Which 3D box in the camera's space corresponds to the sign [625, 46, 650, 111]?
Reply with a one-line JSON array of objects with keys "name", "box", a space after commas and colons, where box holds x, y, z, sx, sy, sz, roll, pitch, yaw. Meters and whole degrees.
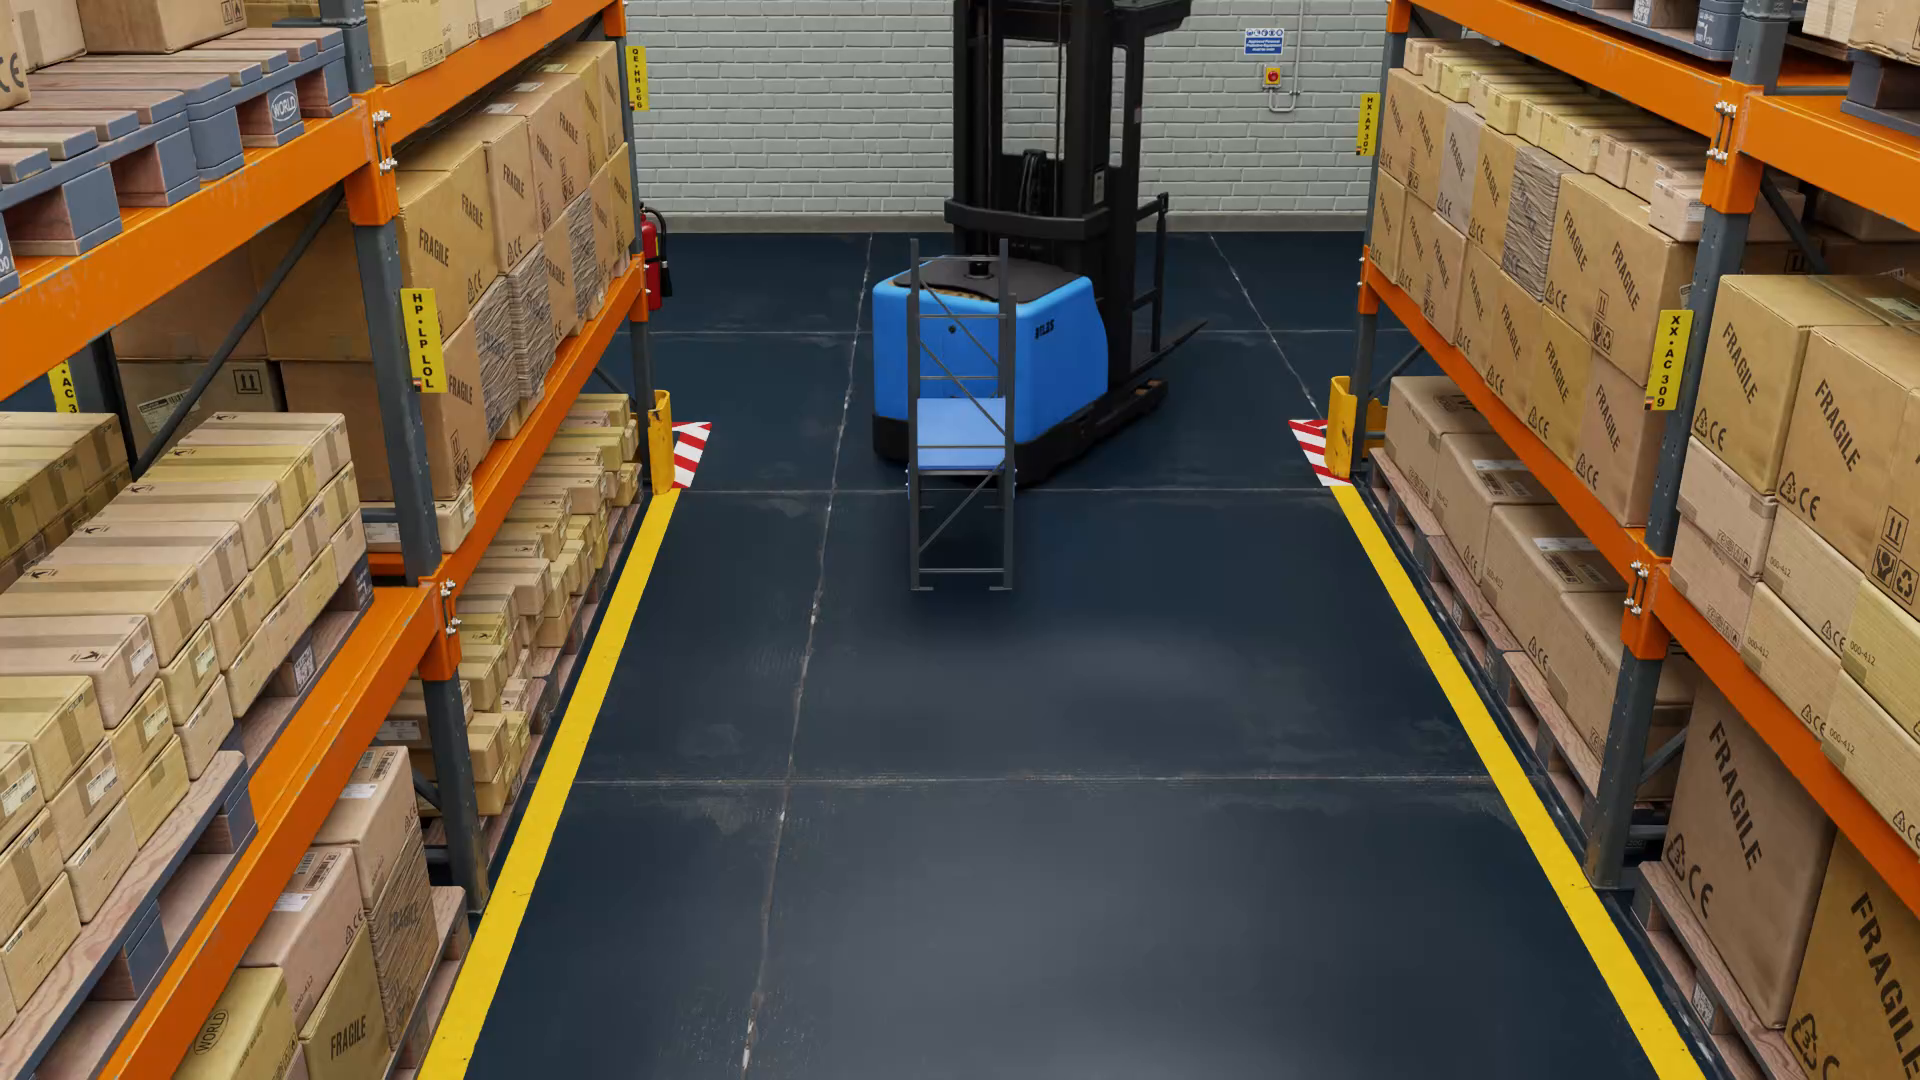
[{"name": "sign", "box": [-1.666, -2.384, 8.592, 0.100, 0.325, 0.005, 0, 24, -1]}]

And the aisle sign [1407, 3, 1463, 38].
[{"name": "aisle sign", "box": [2.437, -2.995, 8.577, 0.394, 0.787, 0.004, 0, 24, -1]}]

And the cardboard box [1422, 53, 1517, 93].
[{"name": "cardboard box", "box": [2.417, -2.216, 7.888, 0.380, 0.149, 0.250, 0, 24, 1]}]

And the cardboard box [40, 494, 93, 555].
[{"name": "cardboard box", "box": [-2.628, -0.011, 4.569, 0.380, 0.149, 0.250, -1, 24, -2]}]

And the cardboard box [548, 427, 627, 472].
[{"name": "cardboard box", "box": [-1.886, -0.455, 8.343, 0.380, 0.149, 0.250, -1, 24, -2]}]

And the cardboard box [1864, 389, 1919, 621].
[{"name": "cardboard box", "box": [2.525, -0.036, 3.855, 0.500, 0.500, 0.500, -1, 24, -2]}]

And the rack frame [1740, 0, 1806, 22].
[{"name": "rack frame", "box": [2.772, -2.867, 4.170, 1.000, 3.000, 0.127, 0, 24, -1]}]

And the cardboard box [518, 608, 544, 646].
[{"name": "cardboard box", "box": [-1.972, 0.323, 6.986, 0.380, 0.149, 0.250, 1, 24, 2]}]

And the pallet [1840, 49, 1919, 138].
[{"name": "pallet", "box": [2.831, -1.036, 3.992, 0.805, 0.209, 1.217, -1, 24, -3]}]

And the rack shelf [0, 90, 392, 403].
[{"name": "rack shelf", "box": [-2.155, -0.285, 2.972, 1.077, 0.370, 4.000, 0, 24, -1]}]

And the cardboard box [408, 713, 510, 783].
[{"name": "cardboard box", "box": [-1.861, 0.751, 6.038, 0.380, 0.149, 0.250, 1, 24, 2]}]

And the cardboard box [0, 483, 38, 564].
[{"name": "cardboard box", "box": [-2.623, -0.033, 4.256, 0.380, 0.149, 0.250, 0, 24, 0]}]

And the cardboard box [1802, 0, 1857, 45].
[{"name": "cardboard box", "box": [2.427, -1.423, 4.270, 0.396, 0.266, 0.258, 0, 24, -1]}]

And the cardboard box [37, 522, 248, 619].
[{"name": "cardboard box", "box": [-1.970, 0.072, 4.024, 0.380, 0.149, 0.250, 0, 24, -1]}]

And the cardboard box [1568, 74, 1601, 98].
[{"name": "cardboard box", "box": [2.939, -2.009, 7.431, 0.380, 0.149, 0.250, 0, 24, -1]}]

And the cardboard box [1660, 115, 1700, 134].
[{"name": "cardboard box", "box": [2.964, -1.588, 6.499, 0.380, 0.149, 0.250, 0, 24, -1]}]

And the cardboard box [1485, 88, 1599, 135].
[{"name": "cardboard box", "box": [2.430, -1.792, 6.950, 0.380, 0.149, 0.250, -1, 24, -2]}]

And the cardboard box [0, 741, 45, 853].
[{"name": "cardboard box", "box": [-1.961, 0.498, 3.083, 0.380, 0.149, 0.250, 0, 24, 1]}]

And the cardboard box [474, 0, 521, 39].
[{"name": "cardboard box", "box": [-1.919, -1.981, 6.033, 0.500, 0.250, 0.500, 1, 24, 2]}]

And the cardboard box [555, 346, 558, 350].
[{"name": "cardboard box", "box": [-2.009, -0.939, 7.492, 0.380, 0.149, 0.250, -1, 24, -3]}]

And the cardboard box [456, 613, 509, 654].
[{"name": "cardboard box", "box": [-1.970, 0.406, 6.440, 0.380, 0.149, 0.250, -1, 24, -1]}]

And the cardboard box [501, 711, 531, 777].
[{"name": "cardboard box", "box": [-1.863, 0.777, 6.343, 0.380, 0.149, 0.250, 0, 24, 1]}]

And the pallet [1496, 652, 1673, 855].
[{"name": "pallet", "box": [2.841, 0.823, 6.674, 1.003, 0.211, 1.213, 0, 24, -1]}]

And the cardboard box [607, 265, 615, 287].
[{"name": "cardboard box", "box": [-1.969, -1.368, 8.439, 0.380, 0.149, 0.250, 0, 24, -1]}]

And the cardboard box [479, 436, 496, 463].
[{"name": "cardboard box", "box": [-1.983, -0.401, 6.302, 0.380, 0.149, 0.250, -1, 24, -3]}]

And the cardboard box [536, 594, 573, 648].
[{"name": "cardboard box", "box": [-1.915, 0.352, 7.282, 0.380, 0.149, 0.250, -1, 24, -2]}]

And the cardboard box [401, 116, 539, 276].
[{"name": "cardboard box", "box": [-1.934, -1.315, 6.322, 0.500, 0.500, 0.500, 0, 24, 0]}]

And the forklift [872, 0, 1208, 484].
[{"name": "forklift", "box": [0.674, -2.210, 10.080, 1.130, 2.935, 3.031, 14, 28, 28]}]

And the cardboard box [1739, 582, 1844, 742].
[{"name": "cardboard box", "box": [2.519, 0.330, 4.562, 0.500, 0.250, 0.500, -1, 24, -2]}]

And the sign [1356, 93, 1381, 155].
[{"name": "sign", "box": [2.173, -2.213, 8.855, 0.100, 0.325, 0.005, 0, 24, -1]}]

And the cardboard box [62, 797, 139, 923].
[{"name": "cardboard box", "box": [-1.954, 0.663, 3.440, 0.380, 0.149, 0.250, -1, 24, -2]}]

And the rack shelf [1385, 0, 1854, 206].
[{"name": "rack shelf", "box": [2.750, -1.997, 6.758, 1.077, 0.370, 4.000, 0, 24, -1]}]

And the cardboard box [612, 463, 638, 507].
[{"name": "cardboard box", "box": [-1.902, -0.289, 8.699, 0.380, 0.149, 0.250, 0, 24, 1]}]

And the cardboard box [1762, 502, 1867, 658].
[{"name": "cardboard box", "box": [2.528, 0.104, 4.455, 0.500, 0.250, 0.500, 0, 24, 0]}]

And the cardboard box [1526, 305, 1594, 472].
[{"name": "cardboard box", "box": [2.500, -0.581, 6.274, 0.500, 0.500, 0.500, -1, 24, -2]}]

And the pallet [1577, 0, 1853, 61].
[{"name": "pallet", "box": [2.773, -1.797, 5.552, 1.003, 0.211, 1.213, 0, 24, -1]}]

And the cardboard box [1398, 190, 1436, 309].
[{"name": "cardboard box", "box": [2.479, -1.420, 8.129, 0.500, 0.500, 0.500, -1, 24, -1]}]

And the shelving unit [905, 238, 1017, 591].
[{"name": "shelving unit", "box": [0.001, -0.648, 8.363, 0.538, 1.500, 1.048, 0, 24, -1]}]

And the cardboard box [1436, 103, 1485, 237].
[{"name": "cardboard box", "box": [2.474, -1.659, 7.444, 0.500, 0.500, 0.500, 0, 24, -1]}]

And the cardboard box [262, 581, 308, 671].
[{"name": "cardboard box", "box": [-1.971, 0.226, 4.406, 0.380, 0.149, 0.250, 0, 24, -1]}]

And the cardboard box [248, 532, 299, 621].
[{"name": "cardboard box", "box": [-1.972, 0.092, 4.342, 0.380, 0.149, 0.250, 1, 24, 2]}]

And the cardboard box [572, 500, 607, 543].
[{"name": "cardboard box", "box": [-1.904, -0.102, 7.925, 0.380, 0.149, 0.250, 0, 24, 0]}]

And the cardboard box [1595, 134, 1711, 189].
[{"name": "cardboard box", "box": [2.542, -1.372, 6.022, 0.380, 0.149, 0.250, 0, 24, -1]}]

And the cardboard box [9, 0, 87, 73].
[{"name": "cardboard box", "box": [-2.377, -1.224, 3.774, 0.500, 0.311, 0.500, -1, 24, -1]}]

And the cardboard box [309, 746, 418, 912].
[{"name": "cardboard box", "box": [-1.916, 0.842, 4.863, 0.500, 0.250, 0.500, -1, 24, -2]}]

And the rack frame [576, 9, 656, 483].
[{"name": "rack frame", "box": [-2.221, -1.718, 8.909, 1.000, 3.000, 0.127, 0, 24, -1]}]

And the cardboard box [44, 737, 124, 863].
[{"name": "cardboard box", "box": [-1.960, 0.524, 3.386, 0.380, 0.149, 0.250, 1, 24, 1]}]

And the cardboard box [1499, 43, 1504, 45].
[{"name": "cardboard box", "box": [2.932, -2.432, 8.365, 0.380, 0.149, 0.250, 0, 24, 0]}]

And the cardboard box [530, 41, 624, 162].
[{"name": "cardboard box", "box": [-1.967, -2.167, 8.207, 0.500, 0.500, 0.500, -1, 24, -2]}]

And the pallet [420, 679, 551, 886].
[{"name": "pallet", "box": [-2.220, 0.924, 6.451, 1.003, 0.211, 1.213, 0, 24, -1]}]

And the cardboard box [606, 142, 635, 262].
[{"name": "cardboard box", "box": [-1.959, -1.715, 8.420, 0.500, 0.500, 0.500, 0, 24, 1]}]

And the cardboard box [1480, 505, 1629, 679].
[{"name": "cardboard box", "box": [2.862, 0.214, 7.236, 0.875, 0.438, 0.875, -1, 24, -2]}]

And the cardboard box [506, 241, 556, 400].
[{"name": "cardboard box", "box": [-1.913, -0.868, 6.546, 0.500, 0.500, 0.500, -1, 24, -2]}]

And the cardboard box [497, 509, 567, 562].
[{"name": "cardboard box", "box": [-1.965, -0.020, 7.383, 0.380, 0.149, 0.250, 0, 24, 0]}]

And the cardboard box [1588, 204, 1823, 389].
[{"name": "cardboard box", "box": [2.490, -0.828, 5.606, 0.500, 0.500, 0.500, 0, 24, -1]}]
